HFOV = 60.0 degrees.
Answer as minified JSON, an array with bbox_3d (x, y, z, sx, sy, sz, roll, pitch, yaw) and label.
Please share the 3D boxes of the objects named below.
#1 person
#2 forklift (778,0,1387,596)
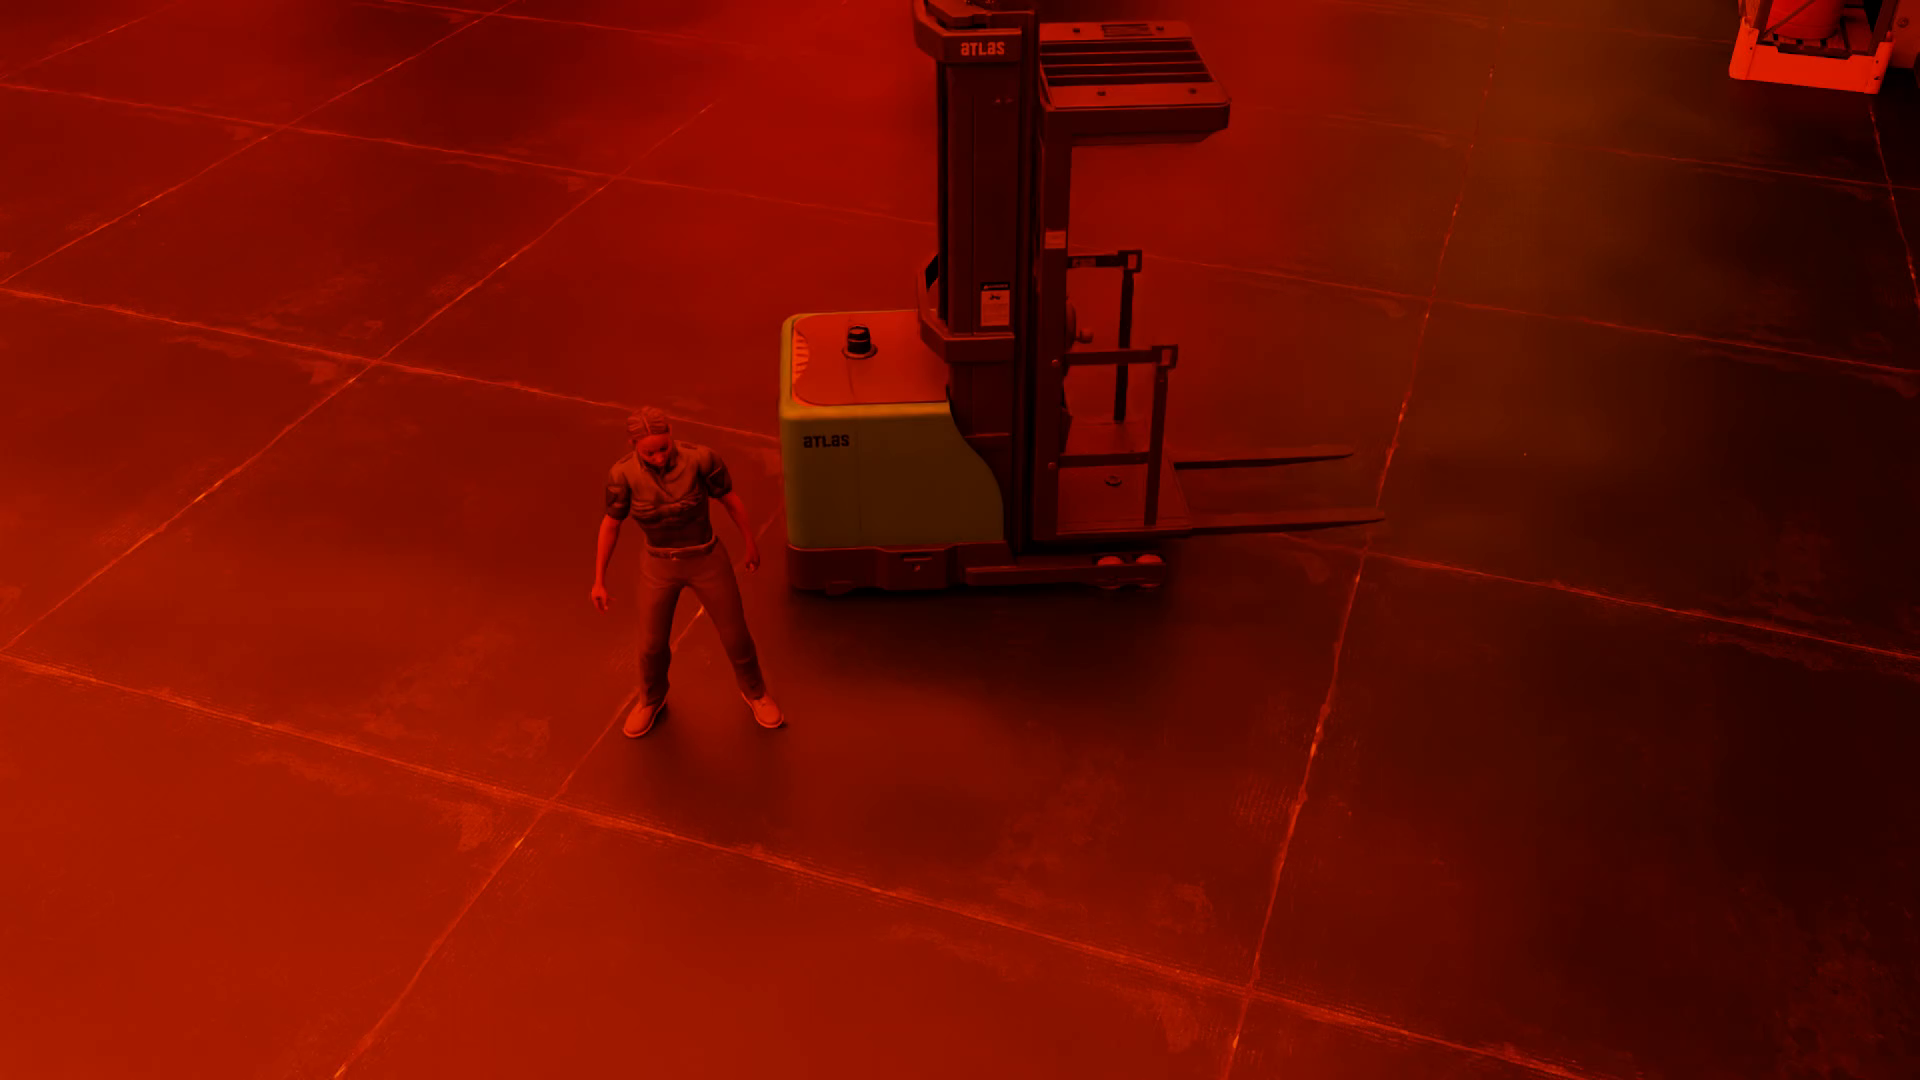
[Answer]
[{"bbox_3d":[-1.181,0.122,7.071,0.757,1.637,0.304,-3,35,-5],"label":"person"},{"bbox_3d":[0.626,-1.253,7.878,3.031,2.935,1.130,-2,35,-3],"label":"forklift"}]
